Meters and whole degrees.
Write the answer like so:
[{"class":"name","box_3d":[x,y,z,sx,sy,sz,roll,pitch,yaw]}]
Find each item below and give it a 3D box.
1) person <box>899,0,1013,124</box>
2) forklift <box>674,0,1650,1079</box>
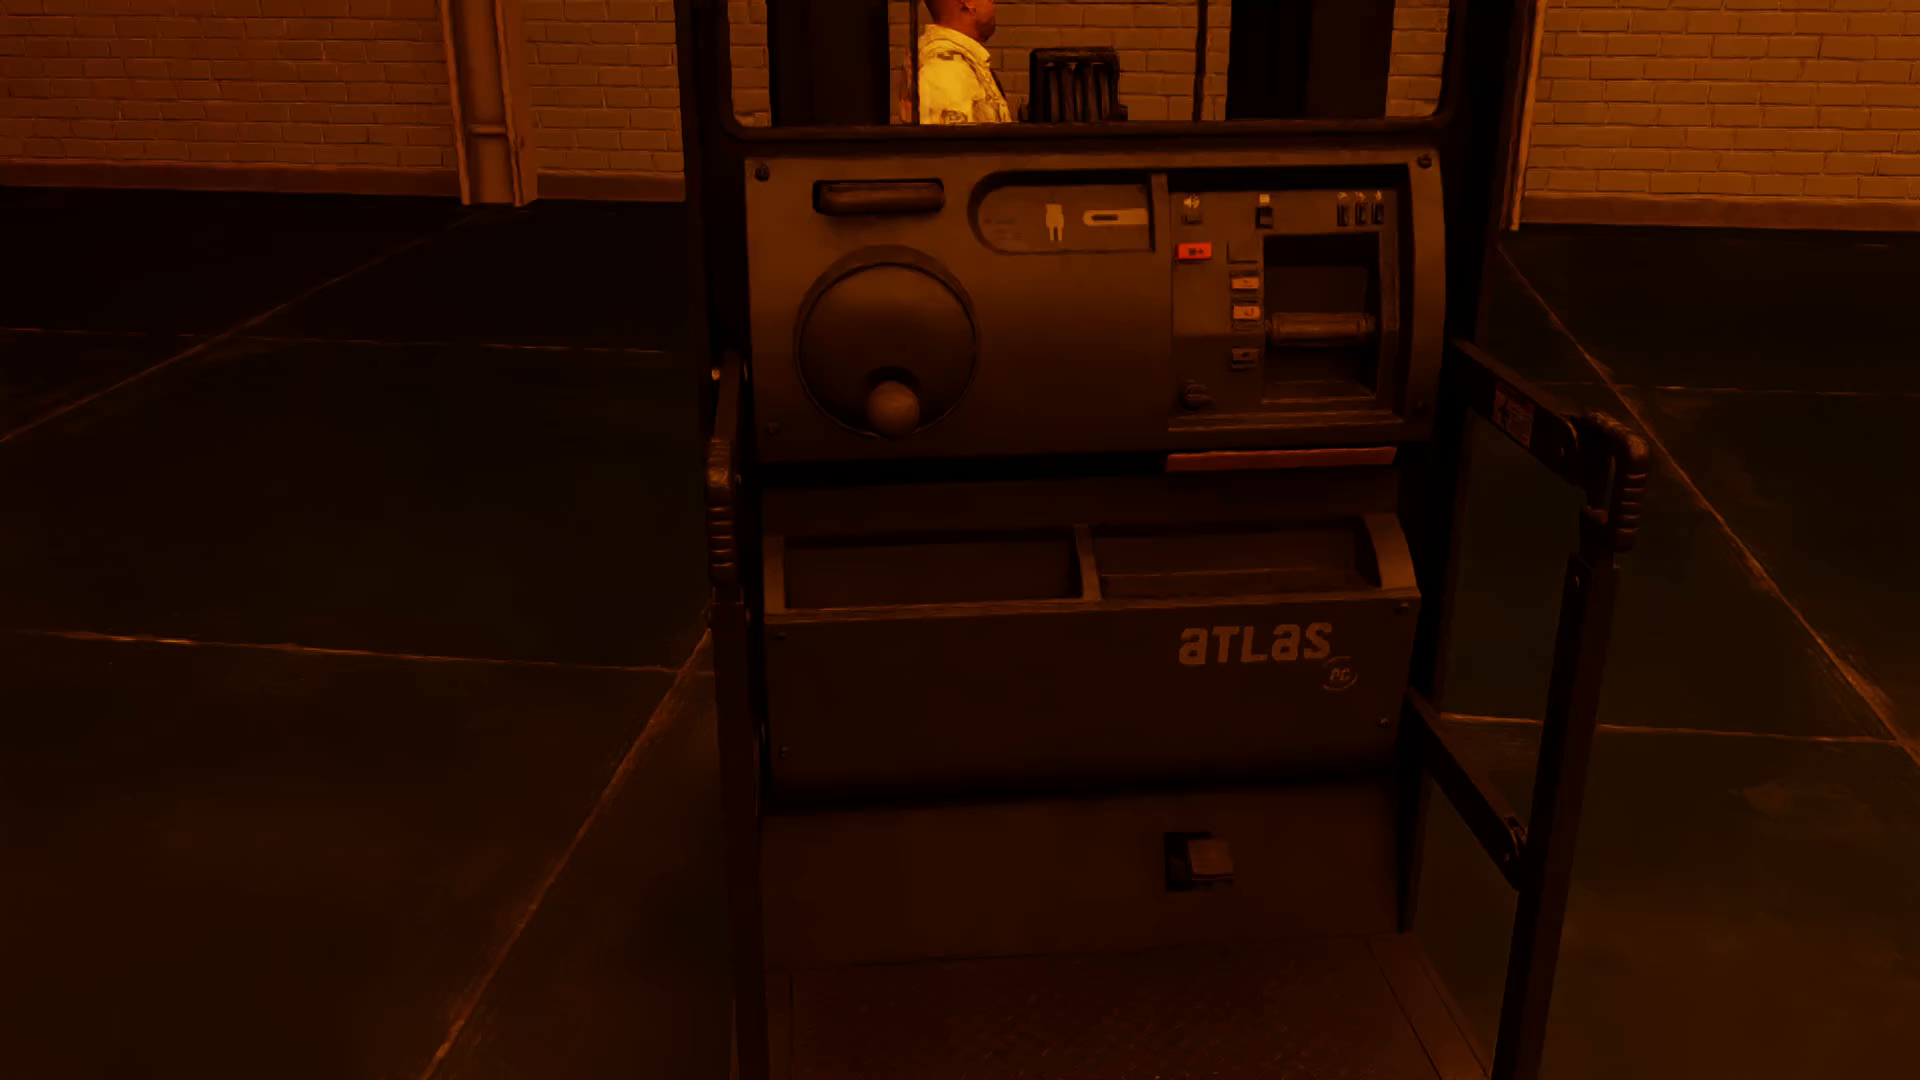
[{"class":"person","box_3d":[0.072,-0.821,4.837,0.491,1.780,0.696,-3,22,-7]},{"class":"forklift","box_3d":[0.210,-0.304,2.009,1.130,2.935,3.031,-2,22,-5]}]
